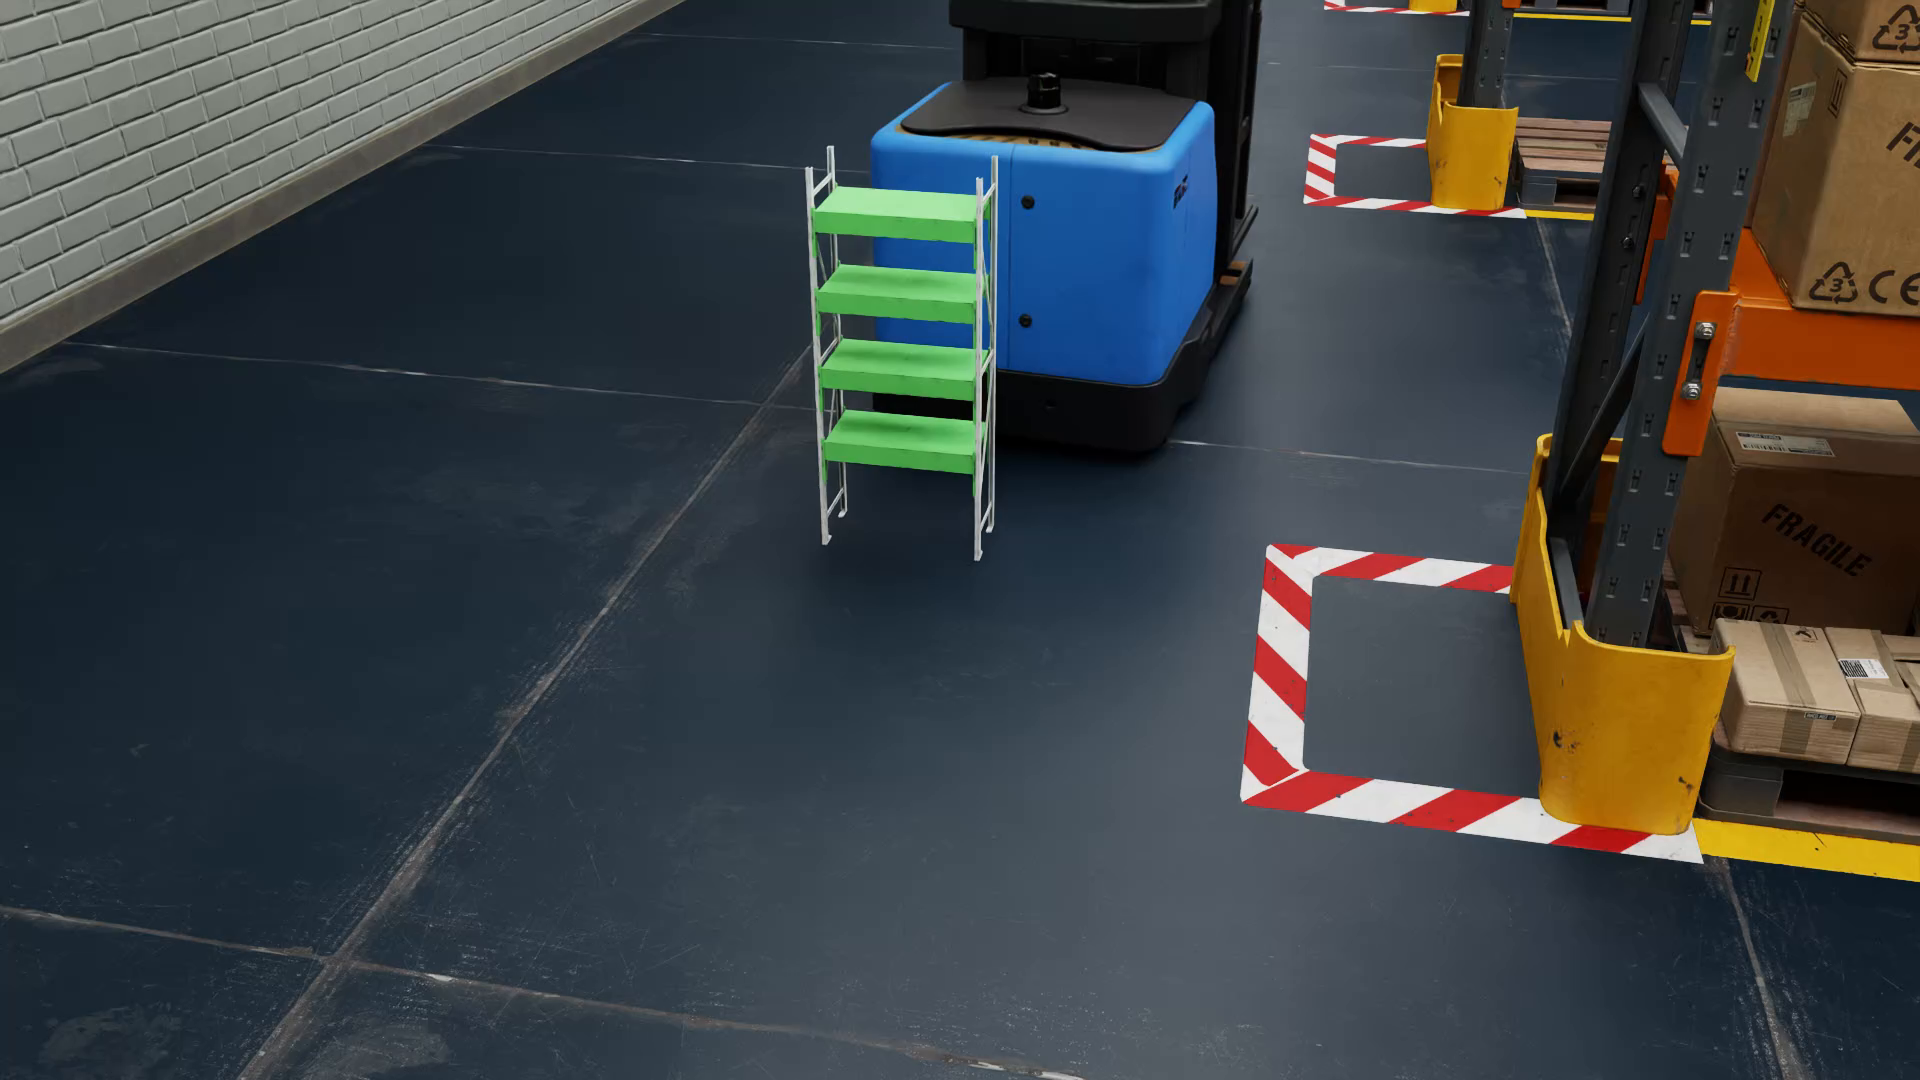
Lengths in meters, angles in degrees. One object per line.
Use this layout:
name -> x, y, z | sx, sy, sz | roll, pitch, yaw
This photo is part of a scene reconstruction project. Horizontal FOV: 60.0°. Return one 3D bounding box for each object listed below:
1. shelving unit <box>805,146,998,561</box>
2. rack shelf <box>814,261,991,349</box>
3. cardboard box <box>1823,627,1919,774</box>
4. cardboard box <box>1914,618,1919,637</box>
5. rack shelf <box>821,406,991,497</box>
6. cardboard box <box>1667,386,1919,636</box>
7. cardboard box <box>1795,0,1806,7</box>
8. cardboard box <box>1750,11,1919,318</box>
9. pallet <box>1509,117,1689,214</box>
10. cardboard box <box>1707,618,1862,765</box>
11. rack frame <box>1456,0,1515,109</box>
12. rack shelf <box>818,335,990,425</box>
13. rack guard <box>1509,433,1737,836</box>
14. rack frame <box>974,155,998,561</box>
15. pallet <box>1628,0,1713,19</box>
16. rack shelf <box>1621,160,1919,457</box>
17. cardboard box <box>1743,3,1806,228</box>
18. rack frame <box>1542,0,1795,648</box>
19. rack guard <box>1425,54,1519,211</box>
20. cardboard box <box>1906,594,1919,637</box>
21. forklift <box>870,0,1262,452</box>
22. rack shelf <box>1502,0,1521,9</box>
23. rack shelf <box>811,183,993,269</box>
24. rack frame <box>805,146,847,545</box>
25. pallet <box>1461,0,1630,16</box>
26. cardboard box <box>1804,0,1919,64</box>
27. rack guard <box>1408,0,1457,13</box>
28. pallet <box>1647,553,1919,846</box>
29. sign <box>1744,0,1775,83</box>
shelving unit -> -0.162, -0.543, 4.992 | 0.503, 1.200, 0.258 | 6, 29, 11
rack shelf -> -0.162, -0.697, 4.908 | 0.480, 0.148, 0.258 | 6, 29, 11
cardboard box -> 2.207, 0.374, 3.936 | 0.250, 0.166, 0.380 | 6, 29, 11
cardboard box -> 2.586, 0.346, 3.899 | 0.500, 0.250, 0.500 | 6, 29, 11
rack shelf -> -0.162, -0.276, 5.138 | 0.480, 0.148, 0.258 | 6, 29, 11
cardboard box -> 2.208, -0.062, 4.385 | 0.500, 0.500, 0.500 | 6, 29, 11
cardboard box -> 2.118, -1.471, 3.669 | 0.500, 0.500, 0.500 | 6, 29, 10
cardboard box -> 2.004, -0.780, 3.447 | 0.500, 0.500, 0.500 | 6, 29, 12
pallet -> 3.461, -1.906, 8.512 | 1.213, 0.211, 1.003 | 6, 29, 11
cardboard box -> 1.963, 0.356, 3.986 | 0.250, 0.149, 0.380 | 6, 29, 11
rack frame -> 2.663, -3.230, 8.027 | 0.127, 3.000, 1.000 | 6, 29, 11
rack shelf -> -0.162, -0.487, 5.023 | 0.480, 0.148, 0.258 | 6, 29, 11
rack guard -> 1.699, 0.200, 4.365 | 0.348, 0.500, 1.175 | 6, 29, 11
rack frame -> 0.077, -0.518, 4.948 | 0.015, 1.200, 0.240 | 6, 29, 11
pallet -> 5.685, -4.166, 12.641 | 1.213, 0.211, 1.003 | 6, 29, 11
rack shelf -> 3.581, -0.388, 3.585 | 4.000, 0.370, 1.077 | 6, 29, 11
cardboard box -> 2.120, -1.031, 3.906 | 0.500, 0.500, 0.500 | 7, 29, 12
rack frame -> 1.625, -0.904, 3.779 | 0.127, 3.000, 1.000 | 6, 29, 11
rack guard -> 2.637, -2.130, 8.620 | 0.348, 0.500, 1.175 | 6, 29, 11
cardboard box -> 2.585, 0.167, 4.314 | 0.250, 0.166, 0.380 | 6, 29, 11
forklift -> 0.622, -2.277, 6.356 | 1.130, 2.935, 3.031 | 9, 30, 15
rack shelf -> 4.619, -2.714, 7.833 | 4.000, 0.370, 1.077 | 6, 29, 11
rack shelf -> -0.162, -0.908, 4.792 | 0.480, 0.148, 0.258 | 6, 29, 11
rack frame -> -0.400, -0.567, 5.037 | 0.015, 1.200, 0.240 | 6, 29, 11
pallet -> 4.496, -4.290, 12.866 | 1.213, 0.211, 1.003 | 6, 29, 11
cardboard box -> 2.004, -1.219, 3.207 | 0.500, 0.500, 0.500 | 7, 29, 12
rack guard -> 3.674, -4.462, 12.880 | 0.348, 0.500, 1.175 | 6, 29, 11
pallet -> 2.479, 0.406, 4.289 | 1.213, 0.211, 1.003 | 6, 29, 11
sign -> 1.512, -1.029, 3.105 | 0.005, 0.325, 0.100 | 6, 29, 11
